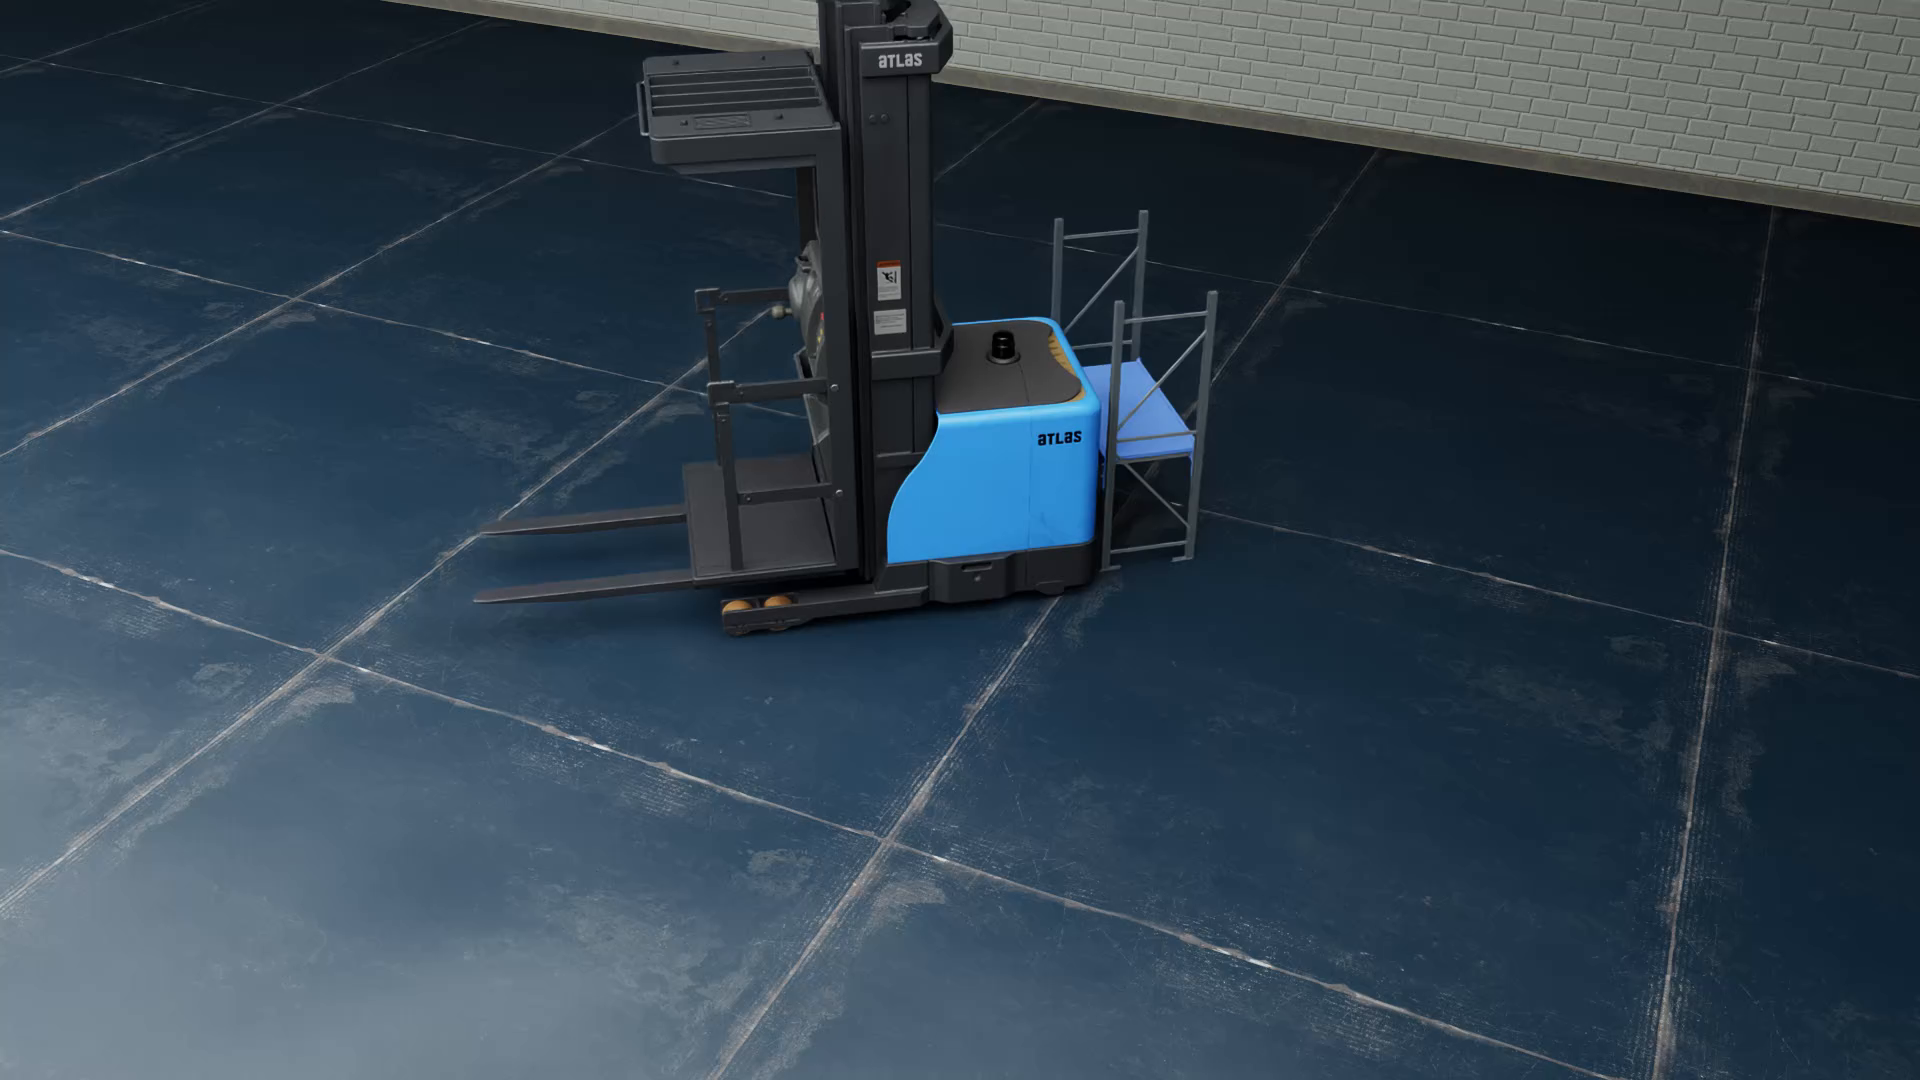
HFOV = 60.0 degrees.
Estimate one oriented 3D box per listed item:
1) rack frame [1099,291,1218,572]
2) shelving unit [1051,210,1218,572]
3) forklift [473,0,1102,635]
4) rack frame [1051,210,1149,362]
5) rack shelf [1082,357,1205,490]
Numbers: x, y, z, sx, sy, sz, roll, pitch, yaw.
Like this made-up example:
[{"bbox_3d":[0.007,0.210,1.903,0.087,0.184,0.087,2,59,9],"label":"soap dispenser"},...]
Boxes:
[{"bbox_3d":[0.961,-0.504,8.150,0.500,1.500,0.032,-7,34,-11],"label":"rack frame"},{"bbox_3d":[0.846,-0.775,8.564,0.538,1.500,1.048,-7,34,-11],"label":"shelving unit"},{"bbox_3d":[-0.887,-1.081,7.725,3.031,2.935,1.130,-6,34,-9],"label":"forklift"},{"bbox_3d":[0.730,-1.047,8.978,0.500,1.500,0.032,-7,34,-11],"label":"rack frame"},{"bbox_3d":[0.846,-0.625,8.663,0.538,0.185,1.000,-7,34,-11],"label":"rack shelf"}]
